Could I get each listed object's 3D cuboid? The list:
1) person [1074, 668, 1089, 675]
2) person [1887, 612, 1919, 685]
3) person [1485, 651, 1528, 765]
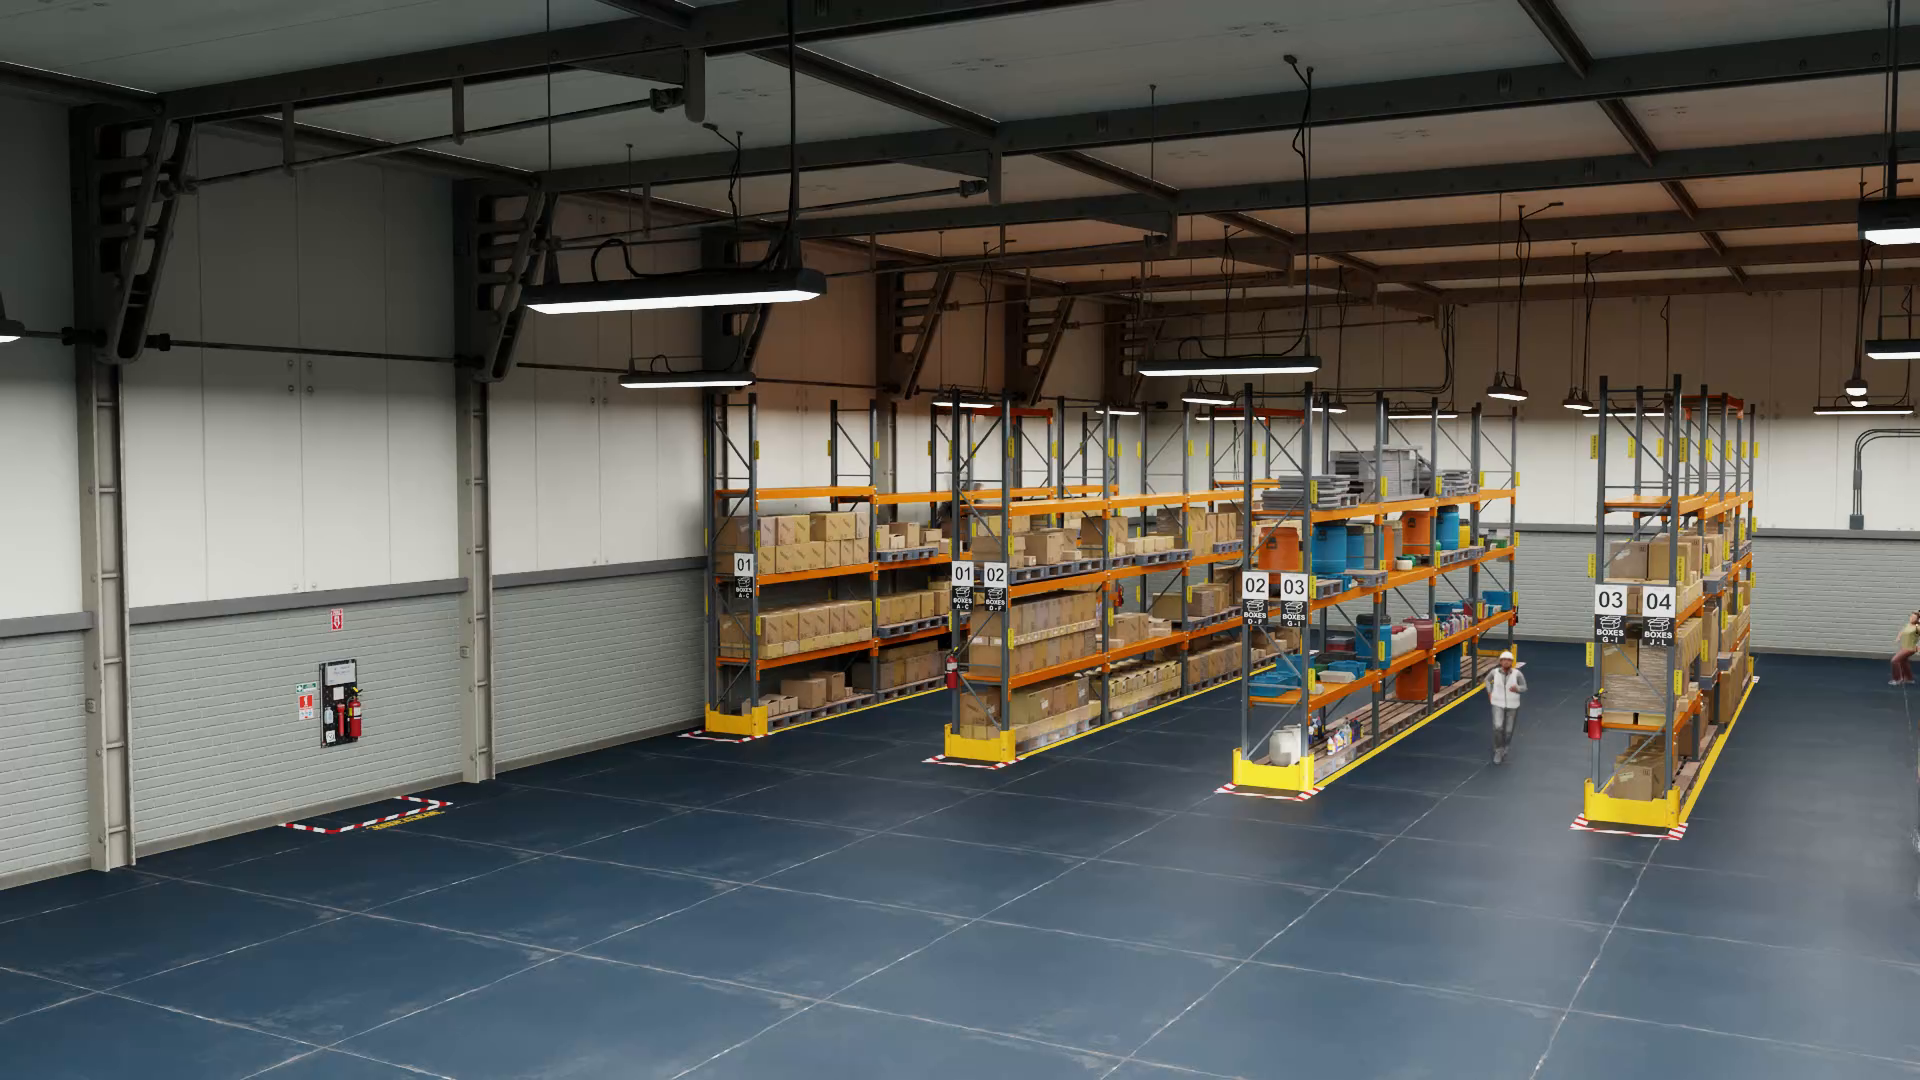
[{"bbox_3d":[2.580,2.234,36.374,0.618,1.629,0.742,2,4,30],"label":"person"},{"bbox_3d":[20.120,2.308,35.341,0.653,1.612,0.696,1,3,10],"label":"person"},{"bbox_3d":[8.783,2.686,26.752,0.635,1.818,0.814,1,3,13],"label":"person"}]
